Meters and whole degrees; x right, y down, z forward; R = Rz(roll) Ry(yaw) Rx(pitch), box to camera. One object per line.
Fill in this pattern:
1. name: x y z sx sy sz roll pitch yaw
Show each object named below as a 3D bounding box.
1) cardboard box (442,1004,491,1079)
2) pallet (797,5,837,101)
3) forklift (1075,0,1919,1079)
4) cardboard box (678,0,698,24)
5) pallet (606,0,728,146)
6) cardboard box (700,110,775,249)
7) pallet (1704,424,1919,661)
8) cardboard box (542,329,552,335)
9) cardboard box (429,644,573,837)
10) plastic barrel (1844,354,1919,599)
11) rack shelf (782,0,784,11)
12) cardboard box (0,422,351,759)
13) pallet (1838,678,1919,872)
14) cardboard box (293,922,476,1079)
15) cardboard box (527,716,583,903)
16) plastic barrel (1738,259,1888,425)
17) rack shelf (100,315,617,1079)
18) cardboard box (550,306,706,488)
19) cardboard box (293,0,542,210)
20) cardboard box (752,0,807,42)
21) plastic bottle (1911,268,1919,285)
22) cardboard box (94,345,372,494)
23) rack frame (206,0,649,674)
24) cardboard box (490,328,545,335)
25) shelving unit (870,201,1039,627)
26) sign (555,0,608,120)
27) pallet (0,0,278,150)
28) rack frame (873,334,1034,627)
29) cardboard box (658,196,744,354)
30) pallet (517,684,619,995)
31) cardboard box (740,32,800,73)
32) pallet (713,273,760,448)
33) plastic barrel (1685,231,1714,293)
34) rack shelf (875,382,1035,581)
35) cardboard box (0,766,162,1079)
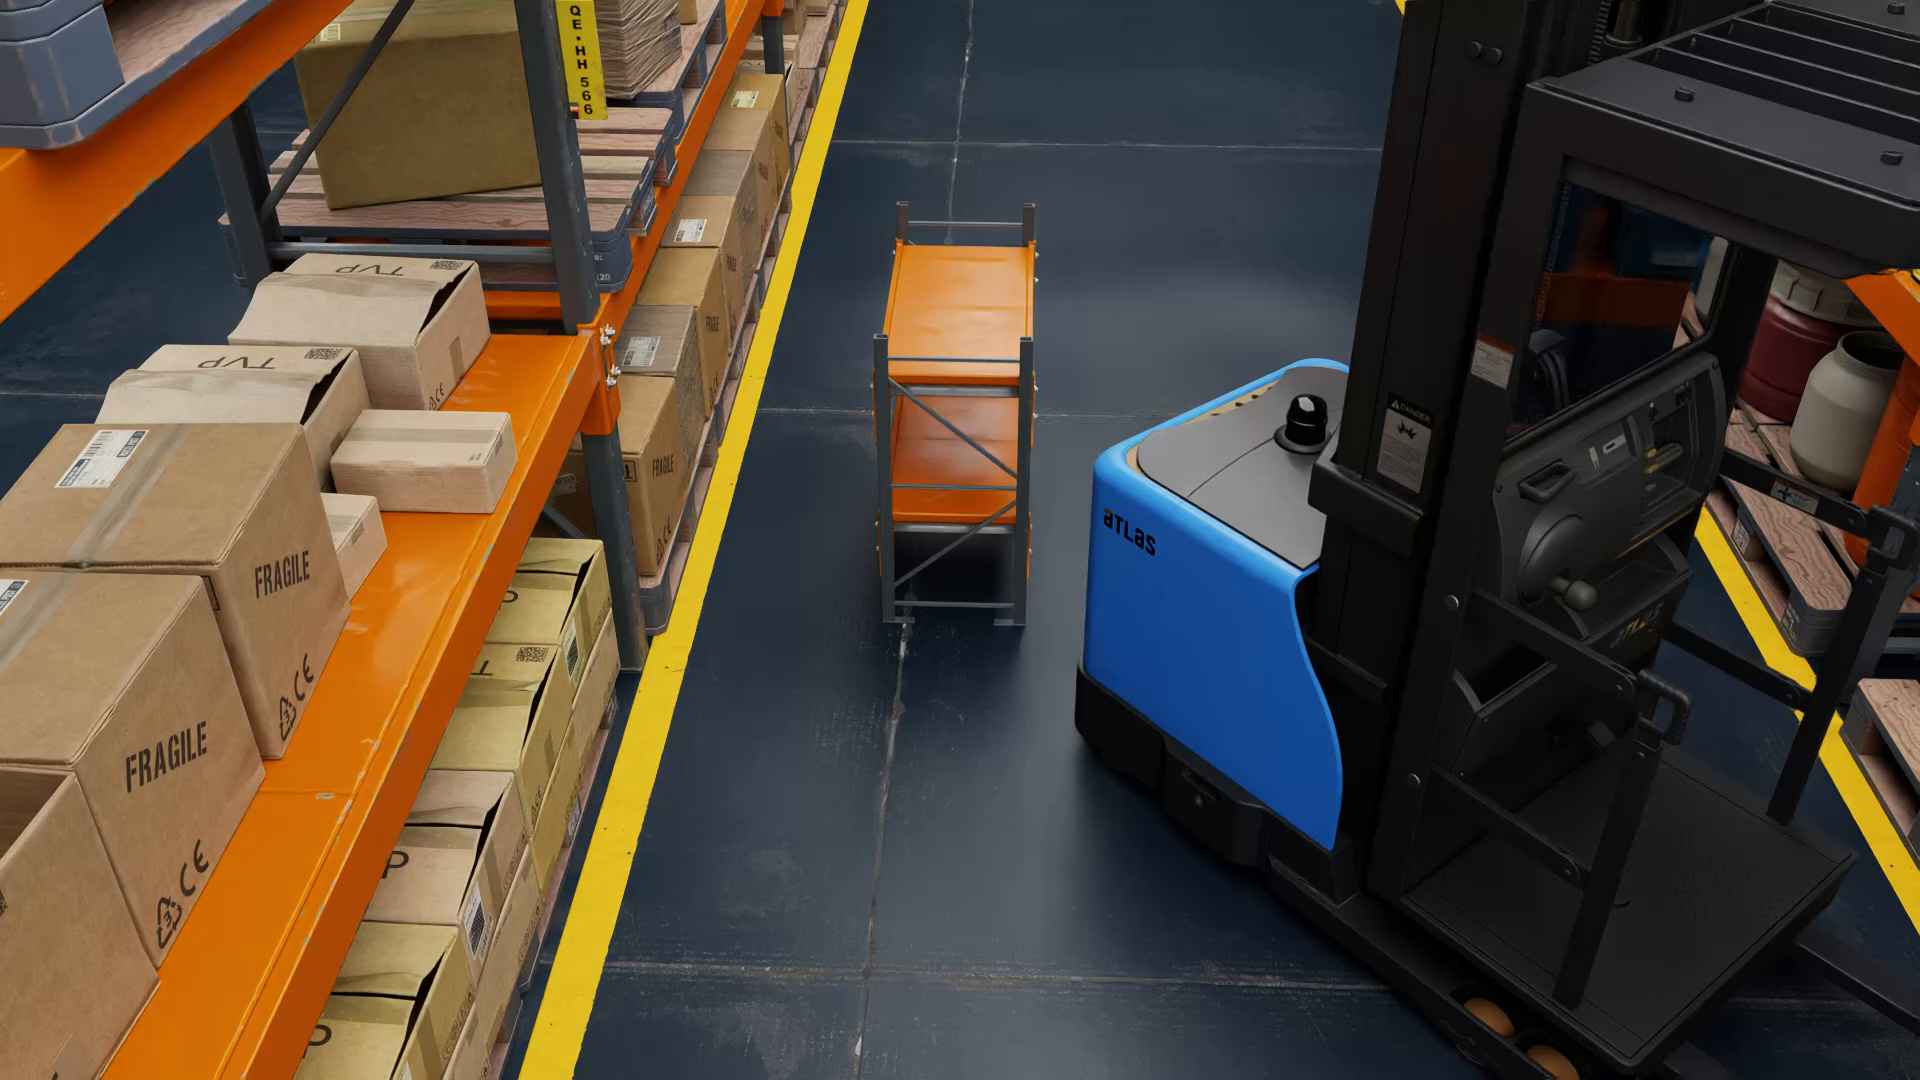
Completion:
1. cardboard box: -1.404 1.319 3.791 0.500 0.250 0.500 2 35 3
2. pallet: -1.333 -3.077 10.445 1.003 0.211 1.213 1 35 2
3. forklift: 1.684 -0.083 3.820 1.130 2.935 3.031 -25 42 -31
4. cardboard box: -1.417 -2.317 6.486 0.700 0.500 0.500 -7 36 -10
5. pallet: -1.495 -1.862 6.457 1.003 0.211 1.213 1 35 2
6. cardboard box: -1.170 -1.704 7.858 0.500 0.500 0.500 1 35 2
7. pallet: 3.370 -0.019 6.094 1.003 0.211 1.213 1 35 2
8. cardboard box: -1.766 -0.523 6.177 0.500 0.500 0.500 3 35 4
9. cardboard box: -1.358 0.506 4.459 0.500 0.311 0.500 1 35 1
10. plastic barrel: 3.383 -0.272 5.550 0.600 0.830 0.708 1 35 2
11. rack shelf: -1.328 -3.976 9.924 1.077 0.370 4.000 1 35 2
12. cardboard box: -1.620 0.101 3.411 0.500 0.500 0.500 0 35 -1
13. pallet: 3.311 0.879 4.816 1.003 0.211 1.213 1 35 2
14. cardboard box: -1.403 1.084 3.637 0.500 0.311 0.500 2 35 3
15. cardboard box: -1.363 0.734 4.622 0.500 0.250 0.500 1 35 1
16. plastic barrel: 3.428 -0.822 6.543 0.600 0.588 0.708 1 35 2
17. rack shelf: -1.649 0.621 3.384 1.077 0.370 4.000 1 35 2
18. cardboard box: -1.250 -0.536 6.195 0.500 0.500 0.500 0 35 0
19. cardboard box: -1.656 -1.400 5.181 0.700 0.500 0.500 -10 36 -14
20. cardboard box: -1.338 -3.359 10.209 0.797 0.503 0.637 1 35 2
21. plastic bottle: 2.970 -0.901 5.025 0.061 0.283 0.133 1 35 2
22. cardboard box: -1.798 -0.277 4.113 0.500 0.311 0.500 1 35 1
23. rack frame: -1.569 -0.823 4.812 1.000 3.000 0.127 1 35 2
24. cardboard box: -1.768 -0.862 6.007 0.500 0.250 0.500 3 35 4
25. shelving unit: 0.000 -0.464 5.932 0.538 1.125 1.048 1 35 2
26. sign: -1.014 -1.286 4.464 0.100 0.325 0.005 1 35 2
27. pallet: -1.549 -0.938 2.532 1.003 0.211 1.213 3 35 4
28. rack frame: -0.020 -0.172 5.517 0.500 1.125 0.032 1 35 2
29. cardboard box: -1.209 -1.124 7.032 0.500 0.500 0.500 0 35 0
30. pallet: -1.641 0.790 4.942 1.003 0.211 1.213 1 35 2
31. cardboard box: -1.150 -2.875 9.814 0.380 0.166 0.250 1 35 2
32. pallet: -1.449 -0.809 7.218 1.003 0.211 1.213 1 35 2
33. plastic barrel: 3.474 -1.599 7.376 0.600 0.901 0.708 1 35 2
34. rack shelf: 0.000 -0.264 6.073 0.538 0.278 1.000 1 35 2
35. cardboard box: -1.661 0.691 2.571 0.500 0.500 0.500 4 35 5
